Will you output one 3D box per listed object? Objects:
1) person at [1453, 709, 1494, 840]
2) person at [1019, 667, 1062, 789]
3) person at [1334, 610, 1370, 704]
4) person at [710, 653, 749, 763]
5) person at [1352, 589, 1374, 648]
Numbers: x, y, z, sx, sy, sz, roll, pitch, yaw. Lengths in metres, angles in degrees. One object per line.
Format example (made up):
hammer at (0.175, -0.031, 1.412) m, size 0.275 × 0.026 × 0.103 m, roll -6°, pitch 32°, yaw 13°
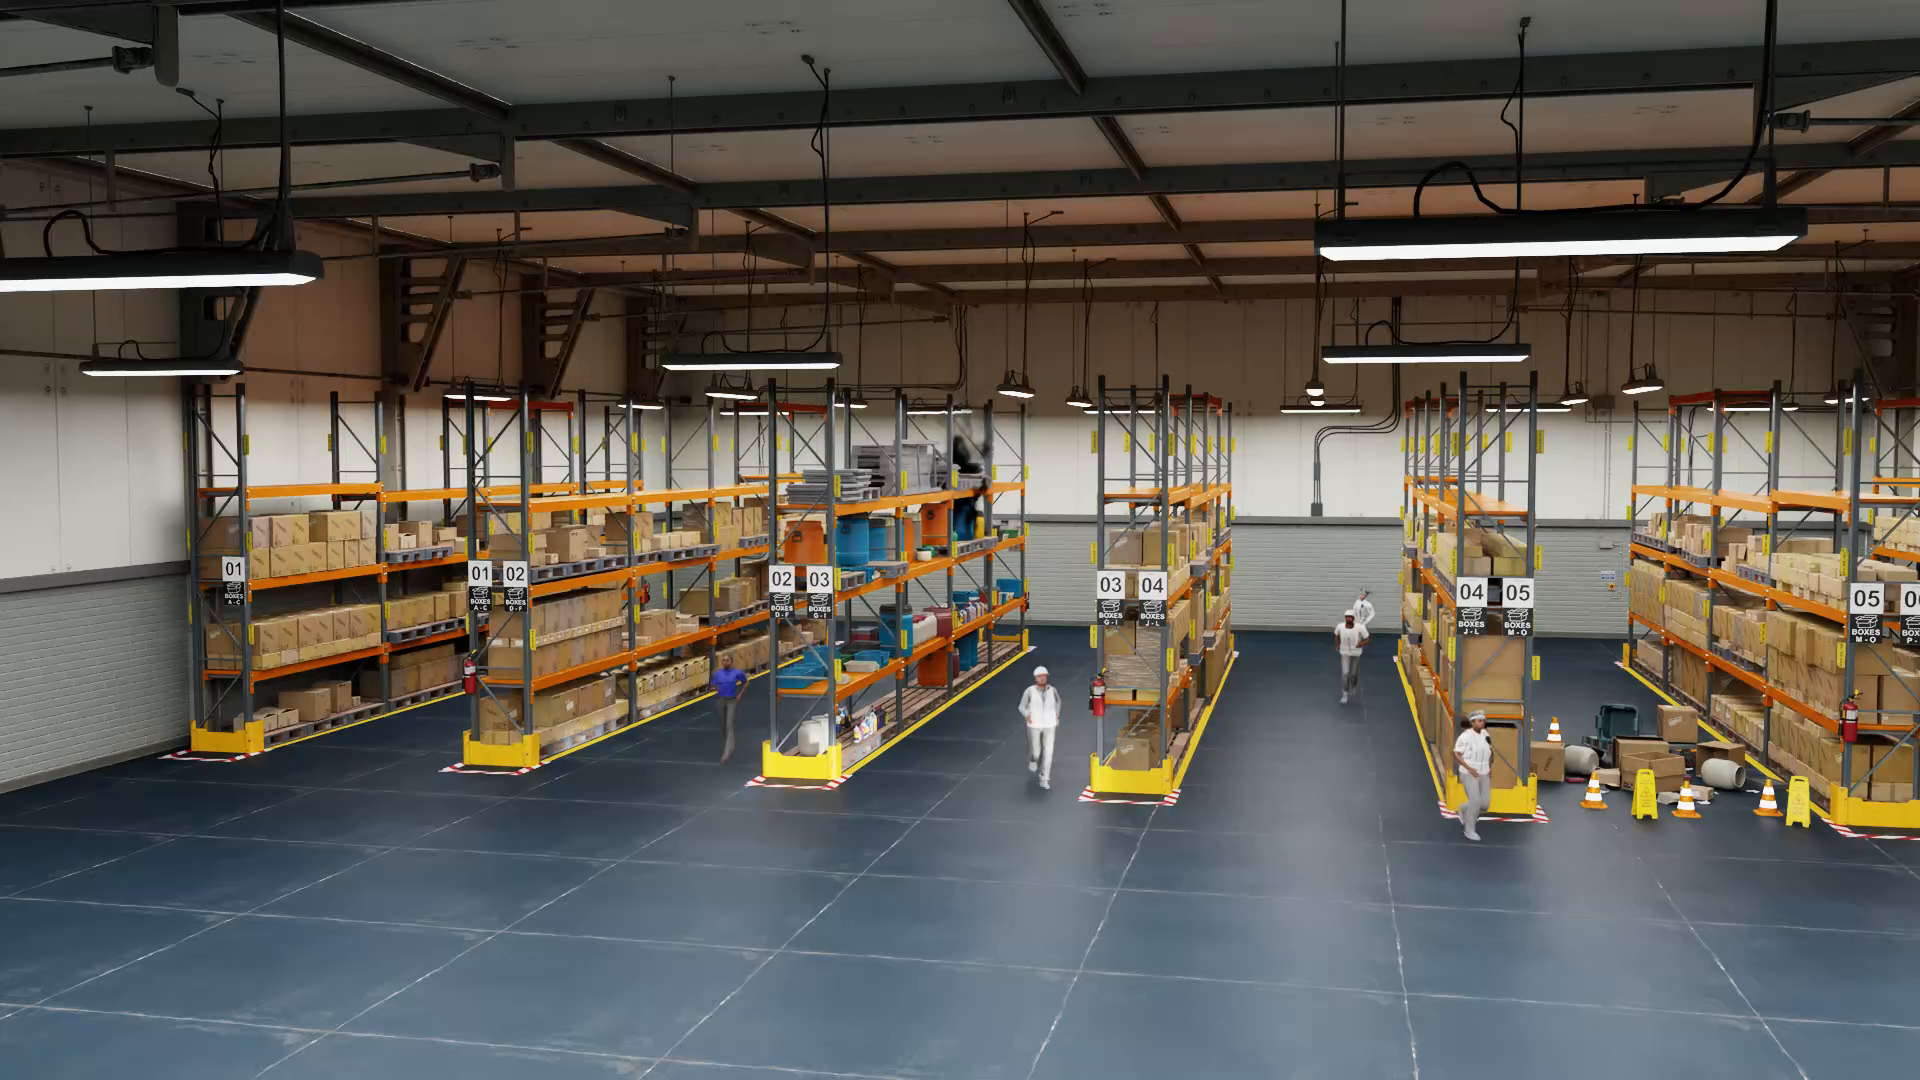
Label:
person at (6.559, 2.984, 21.261) m, size 0.615 × 1.679 × 0.598 m, roll -1°, pitch 4°, yaw -23°
person at (1.194, 2.736, 24.501) m, size 0.664 × 1.758 × 0.845 m, roll 0°, pitch 3°, yaw -7°
person at (7.658, 2.253, 32.501) m, size 0.691 × 1.799 × 0.854 m, roll 1°, pitch 3°, yaw 17°
person at (-3.697, 2.640, 26.458) m, size 0.576 × 1.675 × 0.853 m, roll 1°, pitch 3°, yaw 12°
person at (9.390, 1.961, 39.188) m, size 0.480 × 1.628 × 0.664 m, roll -2°, pitch 4°, yaw -34°
